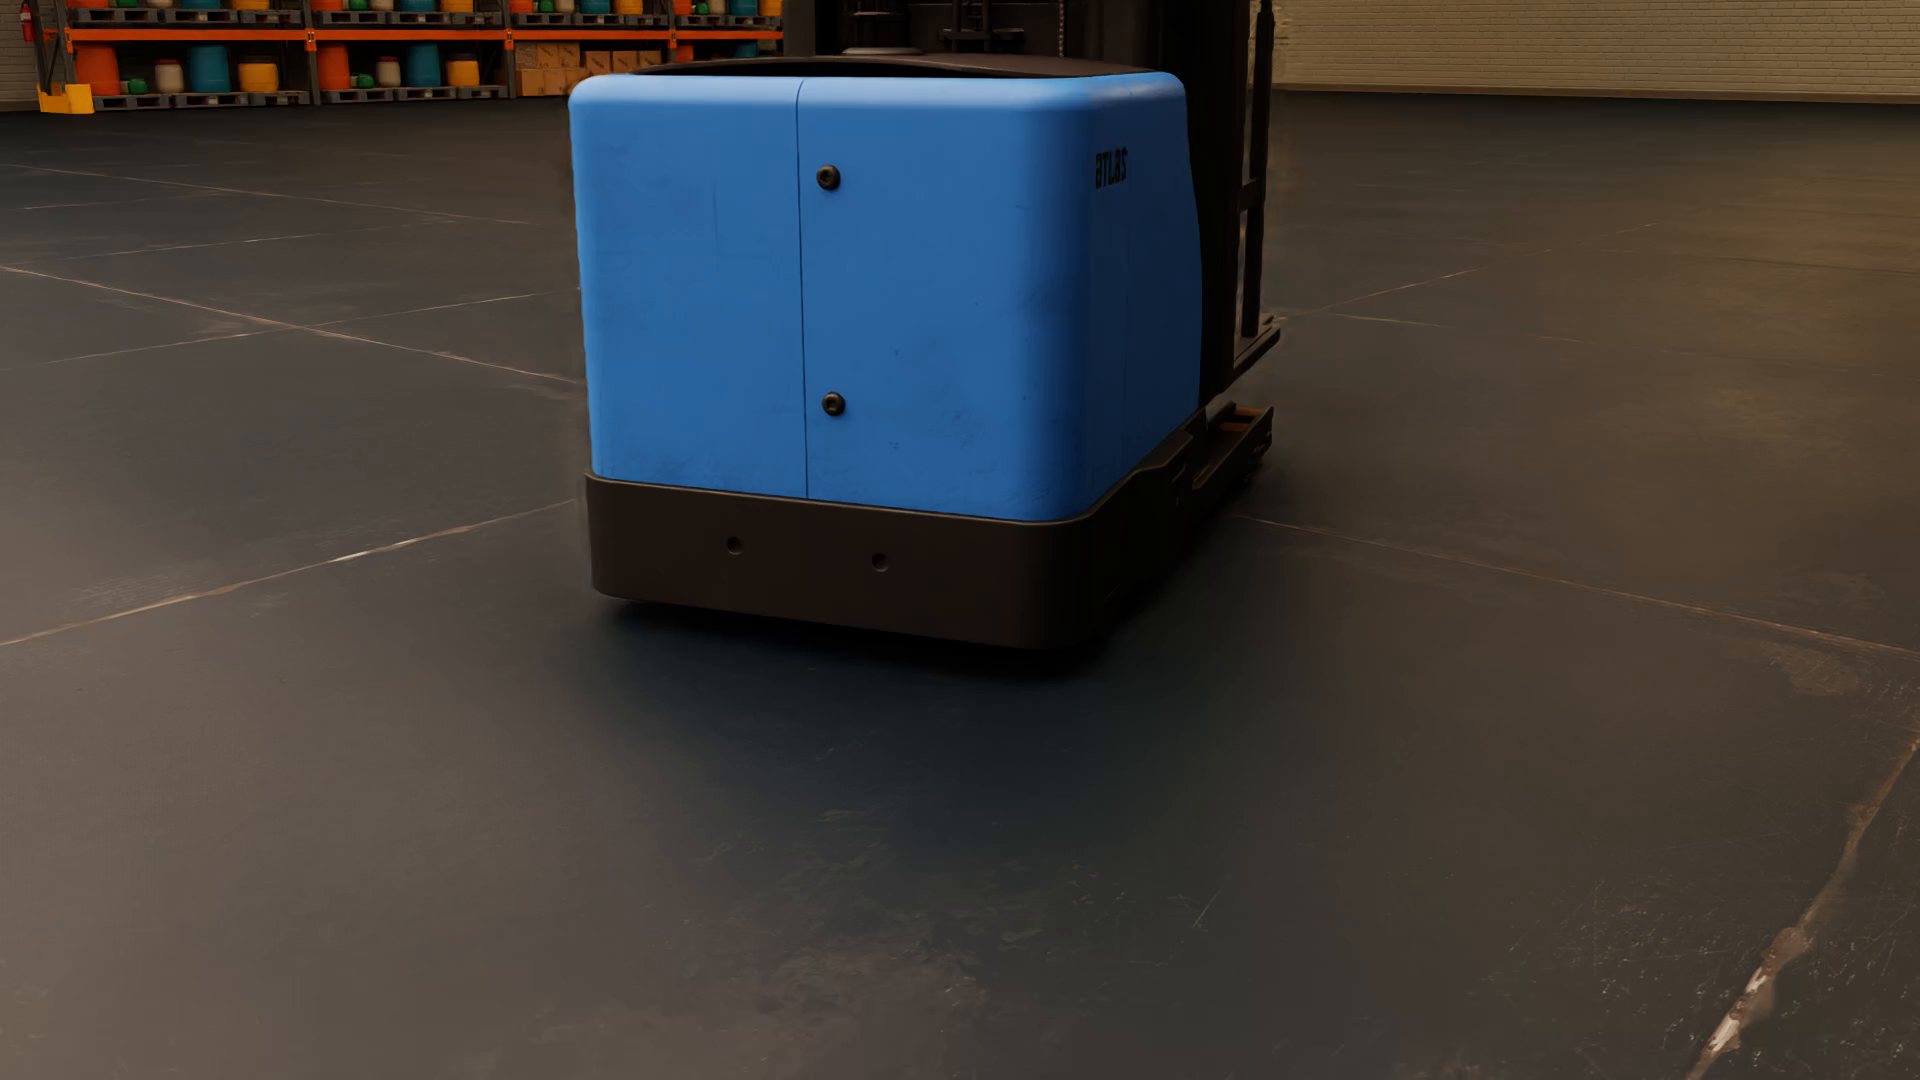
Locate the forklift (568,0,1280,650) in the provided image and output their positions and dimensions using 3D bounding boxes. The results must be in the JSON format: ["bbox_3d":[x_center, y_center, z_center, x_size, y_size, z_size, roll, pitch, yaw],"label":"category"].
[{"bbox_3d":[0.234,-1.589,4.131,1.130,2.935,3.031,6,18,19],"label":"forklift"}]
